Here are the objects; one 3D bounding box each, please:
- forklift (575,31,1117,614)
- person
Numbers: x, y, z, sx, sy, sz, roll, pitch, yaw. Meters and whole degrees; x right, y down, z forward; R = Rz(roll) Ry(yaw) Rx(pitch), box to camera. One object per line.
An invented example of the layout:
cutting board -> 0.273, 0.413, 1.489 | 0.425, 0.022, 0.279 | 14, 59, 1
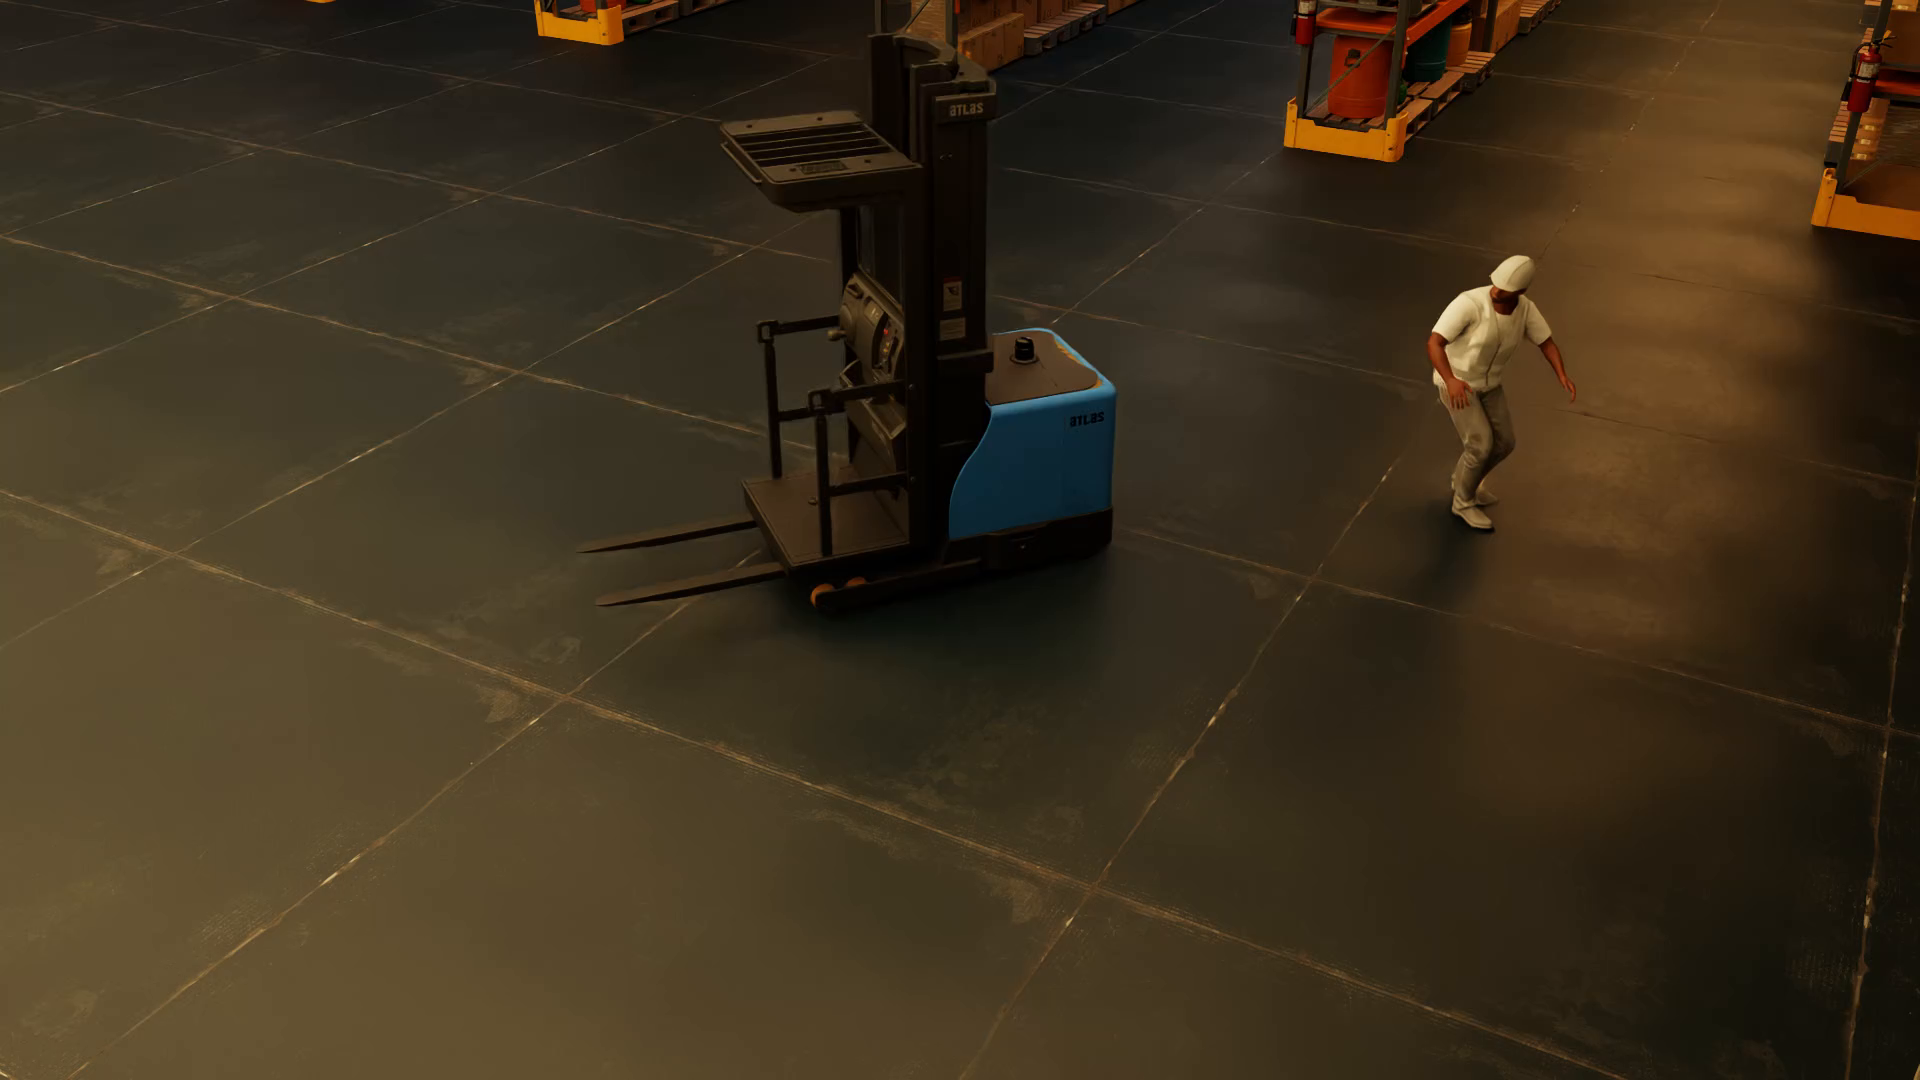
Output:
forklift -> -0.667, -1.155, 9.072 | 3.031, 2.935, 1.130 | -11, 32, -18
person -> 3.178, -0.868, 9.847 | 0.832, 1.693, 0.707 | -17, 34, -26
